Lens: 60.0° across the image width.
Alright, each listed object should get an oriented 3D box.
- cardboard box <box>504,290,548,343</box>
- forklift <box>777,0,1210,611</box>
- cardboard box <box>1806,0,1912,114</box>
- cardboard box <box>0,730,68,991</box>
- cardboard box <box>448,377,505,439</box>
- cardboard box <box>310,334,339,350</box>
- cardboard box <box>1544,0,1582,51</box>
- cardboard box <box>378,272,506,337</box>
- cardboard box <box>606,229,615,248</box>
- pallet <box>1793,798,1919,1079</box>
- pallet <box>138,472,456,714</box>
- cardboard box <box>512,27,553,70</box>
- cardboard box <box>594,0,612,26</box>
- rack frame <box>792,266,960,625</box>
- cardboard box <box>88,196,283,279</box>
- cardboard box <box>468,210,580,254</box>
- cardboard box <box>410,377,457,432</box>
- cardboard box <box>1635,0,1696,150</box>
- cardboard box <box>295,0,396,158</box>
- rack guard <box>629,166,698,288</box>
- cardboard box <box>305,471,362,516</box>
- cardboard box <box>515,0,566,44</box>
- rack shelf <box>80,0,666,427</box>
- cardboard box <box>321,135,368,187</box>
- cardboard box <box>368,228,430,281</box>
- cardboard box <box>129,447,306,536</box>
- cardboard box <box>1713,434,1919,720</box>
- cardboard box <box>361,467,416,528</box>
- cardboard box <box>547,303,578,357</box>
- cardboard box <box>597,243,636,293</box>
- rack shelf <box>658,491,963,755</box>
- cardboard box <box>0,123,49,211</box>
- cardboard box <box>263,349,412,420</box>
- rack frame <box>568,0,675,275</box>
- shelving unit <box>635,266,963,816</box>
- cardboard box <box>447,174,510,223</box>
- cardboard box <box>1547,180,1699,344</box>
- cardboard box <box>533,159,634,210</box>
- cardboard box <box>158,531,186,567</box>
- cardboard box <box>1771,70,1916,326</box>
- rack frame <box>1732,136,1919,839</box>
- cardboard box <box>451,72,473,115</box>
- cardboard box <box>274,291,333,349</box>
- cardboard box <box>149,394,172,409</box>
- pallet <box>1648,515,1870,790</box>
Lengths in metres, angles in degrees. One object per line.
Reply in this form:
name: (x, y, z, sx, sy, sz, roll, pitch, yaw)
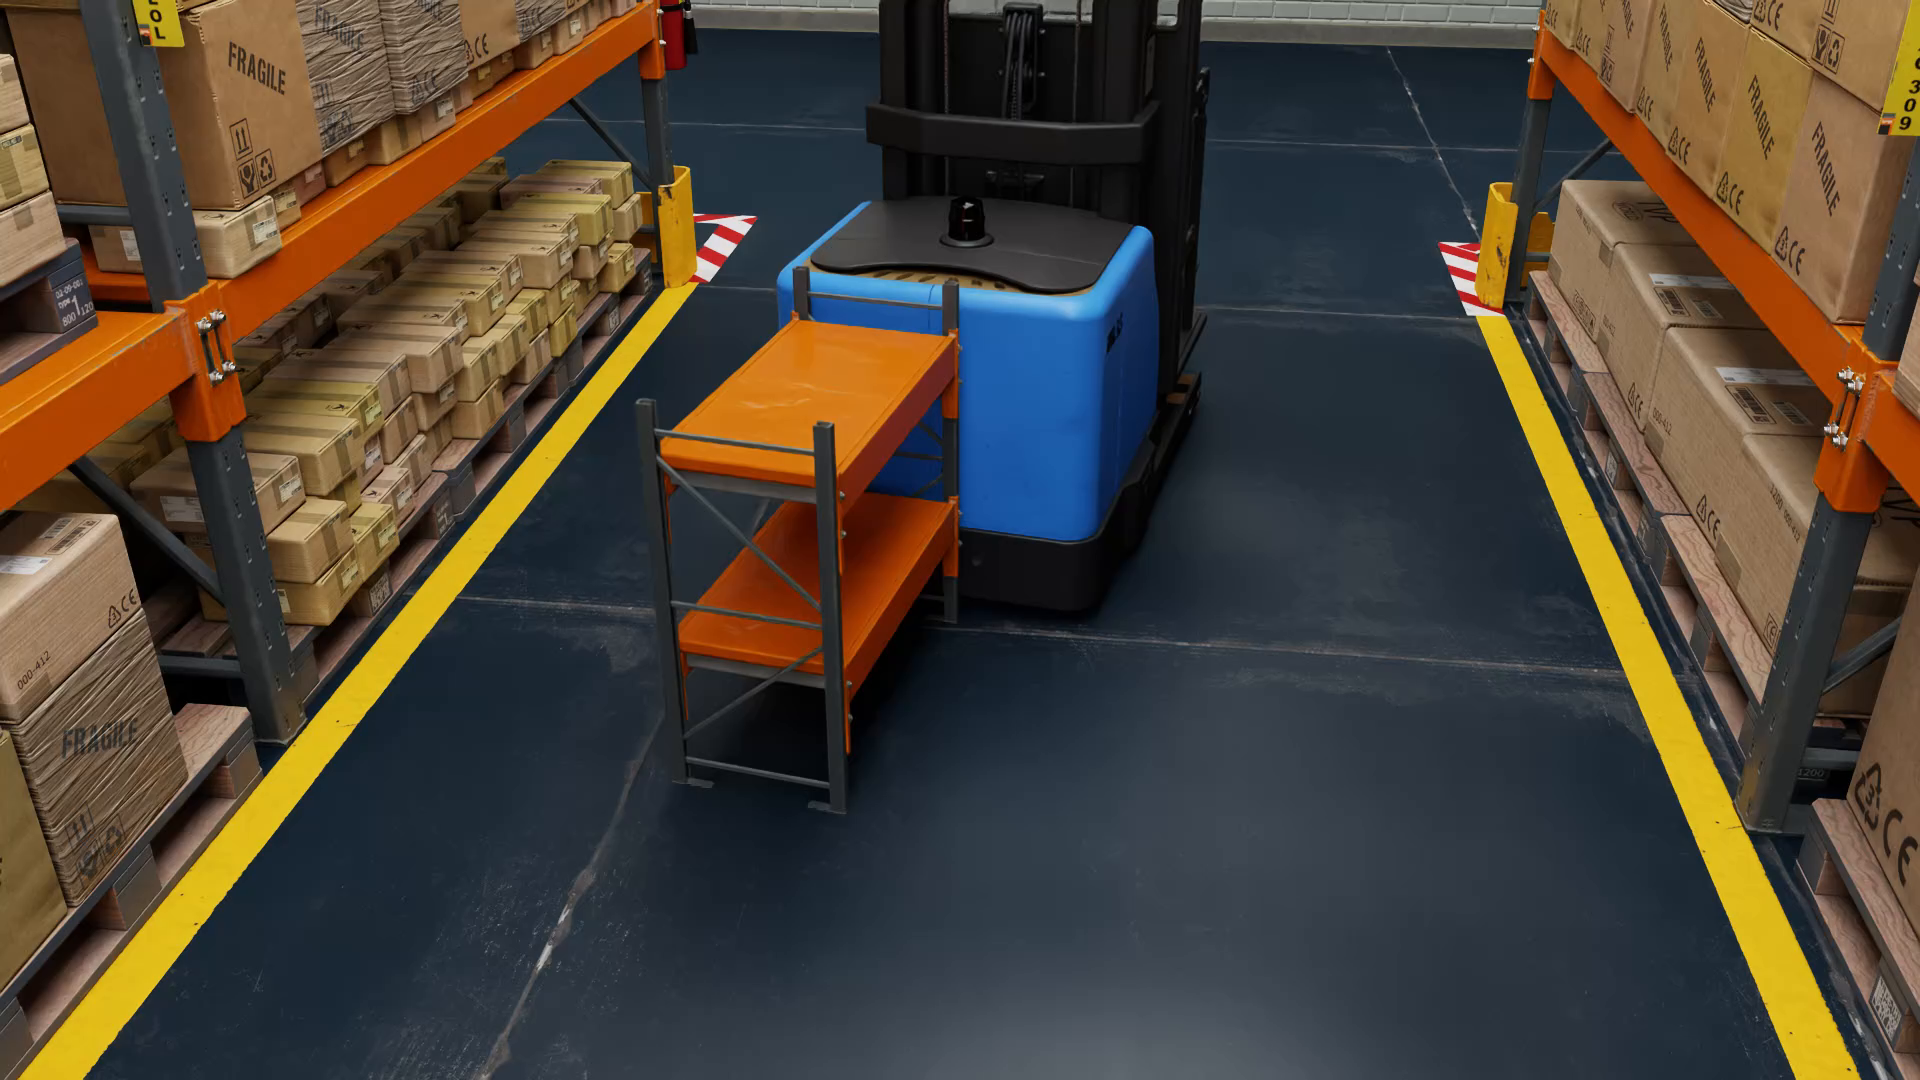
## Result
cardboard box: (-1.829, -0.865, 6.443, 0.380, 0.149, 0.250, 5, 29, 9)
forklift: (0.341, -1.751, 5.911, 1.130, 2.935, 3.031, 8, 29, 15)
cardboard box: (2.334, -1.278, 3.799, 0.500, 0.500, 0.500, 3, 28, 6)
cardboard box: (-2.279, 0.725, 3.435, 0.500, 0.500, 0.500, 3, 28, 5)
cardboard box: (-1.893, -0.491, 6.062, 0.380, 0.149, 0.250, 3, 28, 5)
cardboard box: (-2.423, -0.637, 6.018, 0.380, 0.149, 0.250, 2, 28, 4)
cardboard box: (2.696, -2.273, 6.701, 0.500, 0.500, 0.500, 3, 28, 6)
cardboard box: (-1.911, -0.871, 6.141, 0.380, 0.149, 0.250, 3, 29, 6)
cardboard box: (-1.752, -1.354, 7.350, 0.380, 0.149, 0.250, 3, 28, 5)
pallet: (2.530, 1.040, 3.597, 1.003, 0.211, 1.213, 3, 28, 6)
pallet: (-2.328, 0.114, 5.316, 1.003, 0.211, 1.213, 3, 28, 6)
cardboard box: (-1.798, -1.920, 6.416, 0.380, 0.149, 0.250, 2, 28, 4)
cardboard box: (-1.712, -2.283, 7.090, 0.380, 0.149, 0.250, 3, 28, 6)
rack frame: (-0.246, -0.268, 5.062, 0.500, 1.125, 0.032, 8, 29, 15)
cardboard box: (-2.016, -0.799, 4.336, 0.380, 0.149, 0.250, 4, 29, 8)
cardboard box: (-1.787, -1.244, 6.832, 0.380, 0.149, 0.250, 2, 28, 4)
cardboard box: (-1.984, -0.504, 5.773, 0.380, 0.149, 0.250, 5, 29, 9)
cardboard box: (2.537, -1.558, 5.374, 0.500, 0.500, 0.500, 4, 29, 8)
cardboard box: (-2.011, -1.422, 4.808, 0.500, 0.500, 0.500, 3, 28, 6)
rack guard: (-1.894, -1.542, 8.085, 1.175, 0.500, 0.348, 3, 28, 6)
cardboard box: (-2.071, -0.133, 5.083, 0.380, 0.149, 0.250, 4, 29, 7)
cardboard box: (-1.806, -2.145, 6.151, 0.500, 0.500, 0.500, 3, 29, 6)
rack shelf: (-2.130, -1.420, 5.982, 1.077, 0.370, 4.000, 3, 28, 6)
cardboard box: (-2.038, -1.181, 5.045, 0.380, 0.149, 0.250, 2, 28, 4)
cardboard box: (-2.350, -1.144, 6.646, 0.380, 0.149, 0.250, 4, 29, 8)
cardboard box: (-2.127, -0.137, 4.778, 0.380, 0.149, 0.250, 4, 29, 8)
cardboard box: (2.733, 0.098, 4.663, 0.875, 0.438, 0.875, 3, 28, 5)
cardboard box: (-2.000, -0.123, 5.379, 0.380, 0.149, 0.250, 3, 28, 6)
cardboard box: (-1.778, -0.861, 6.749, 0.380, 0.149, 0.250, 2, 28, 4)
cardboard box: (-1.674, -1.221, 7.417, 0.380, 0.149, 0.250, 4, 29, 8)
rack shelf: (-0.392, 0.178, 4.749, 0.538, 0.278, 1.000, 8, 29, 15)
cardboard box: (-2.228, -0.802, 3.584, 0.380, 0.149, 0.250, 4, 29, 8)
cardboard box: (-2.043, -0.509, 5.469, 0.380, 0.149, 0.250, 3, 28, 5)
rack frame: (-1.885, -2.678, 7.559, 1.000, 3.000, 0.127, 3, 28, 6)
shelving unit: (-0.392, -0.037, 4.633, 0.538, 1.125, 1.048, 8, 29, 15)
cardboard box: (-2.201, -1.506, 7.319, 0.380, 0.149, 0.250, 4, 29, 7)
cardboard box: (3.058, -1.179, 7.034, 0.875, 0.438, 0.875, 2, 28, 4)
cardboard box: (-1.698, -1.606, 7.504, 0.380, 0.149, 0.250, 4, 29, 7)
cardboard box: (-2.550, -0.047, 5.238, 0.380, 0.149, 0.250, 4, 29, 8)
cardboard box: (2.353, -0.832, 4.027, 0.500, 0.500, 0.500, 4, 29, 7)
rack frame: (2.550, -0.555, 3.618, 1.000, 3.000, 0.127, 3, 28, 6)
cardboard box: (-1.916, -1.551, 5.731, 0.380, 0.149, 0.250, 4, 29, 8)
cardboard box: (-2.503, -0.788, 5.986, 0.380, 0.149, 0.250, 2, 28, 4)
cardboard box: (-2.575, -0.410, 5.284, 0.380, 0.149, 0.250, 3, 28, 6)
pallet: (2.721, 0.319, 4.935, 1.003, 0.211, 1.213, 3, 28, 6)
